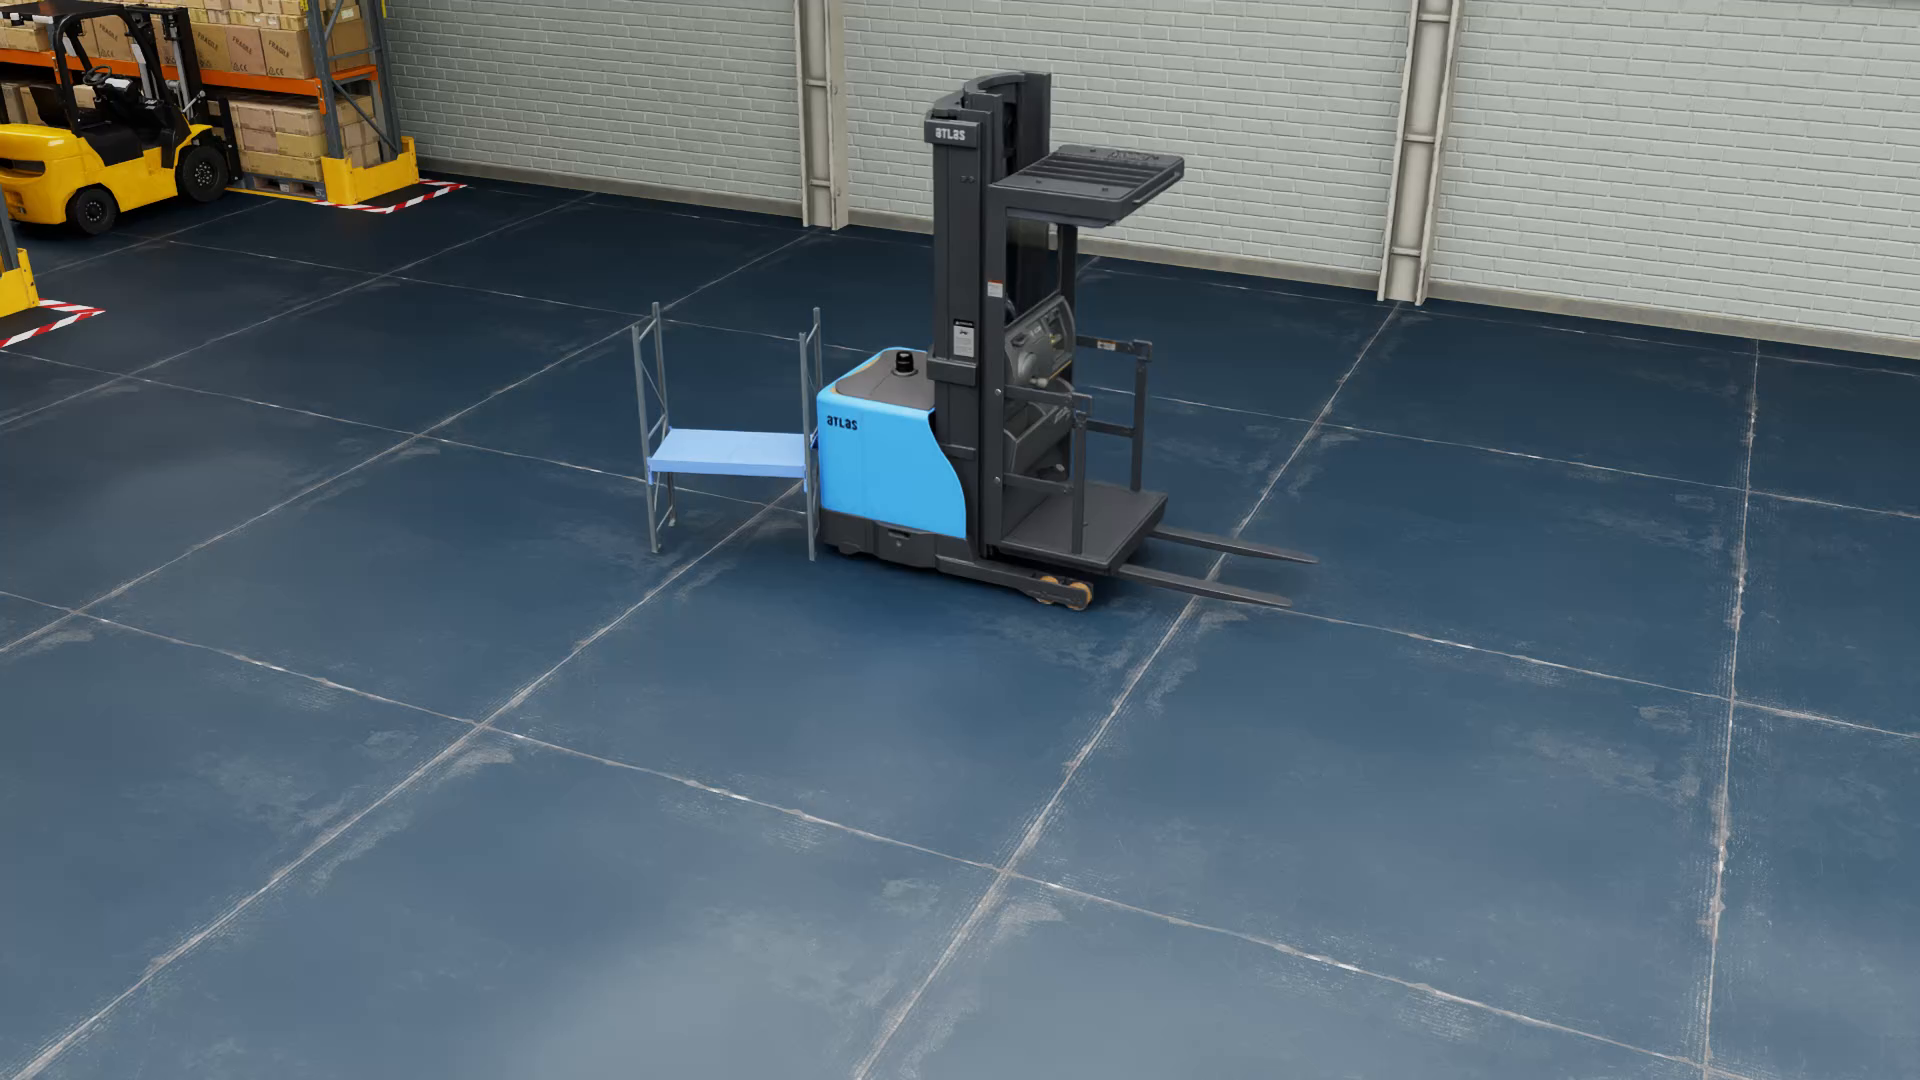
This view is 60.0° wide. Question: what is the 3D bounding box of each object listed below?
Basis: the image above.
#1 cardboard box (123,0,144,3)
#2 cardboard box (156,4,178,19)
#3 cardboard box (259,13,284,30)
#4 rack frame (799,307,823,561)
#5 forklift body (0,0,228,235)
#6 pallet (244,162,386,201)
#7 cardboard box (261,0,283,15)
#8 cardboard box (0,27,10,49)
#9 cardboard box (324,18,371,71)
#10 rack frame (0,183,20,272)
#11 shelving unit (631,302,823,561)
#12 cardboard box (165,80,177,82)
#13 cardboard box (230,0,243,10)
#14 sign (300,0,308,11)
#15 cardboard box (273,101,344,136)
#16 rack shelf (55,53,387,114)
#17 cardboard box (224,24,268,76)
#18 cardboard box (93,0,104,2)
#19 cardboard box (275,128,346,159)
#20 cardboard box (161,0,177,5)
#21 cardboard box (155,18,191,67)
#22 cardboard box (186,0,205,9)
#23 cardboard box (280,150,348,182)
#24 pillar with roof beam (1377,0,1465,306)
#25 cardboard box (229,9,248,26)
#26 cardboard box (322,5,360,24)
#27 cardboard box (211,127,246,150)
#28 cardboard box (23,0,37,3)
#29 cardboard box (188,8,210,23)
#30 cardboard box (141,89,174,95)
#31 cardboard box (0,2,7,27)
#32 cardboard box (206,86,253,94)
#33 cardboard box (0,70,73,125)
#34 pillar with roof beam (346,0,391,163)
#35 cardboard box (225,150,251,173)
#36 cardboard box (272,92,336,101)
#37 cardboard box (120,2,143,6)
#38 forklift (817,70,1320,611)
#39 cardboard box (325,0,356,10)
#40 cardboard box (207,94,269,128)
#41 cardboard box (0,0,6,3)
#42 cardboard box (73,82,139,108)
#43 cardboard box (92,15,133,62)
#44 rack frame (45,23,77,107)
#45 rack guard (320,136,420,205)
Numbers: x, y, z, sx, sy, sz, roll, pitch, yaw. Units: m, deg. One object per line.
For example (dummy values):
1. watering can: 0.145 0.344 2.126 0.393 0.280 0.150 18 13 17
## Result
1. cardboard box: -9.130 -6.114 18.588 0.250 0.149 0.380 11 28 21
2. cardboard box: -8.667 -5.883 18.455 0.250 0.149 0.380 11 28 21
3. cardboard box: -7.283 -5.592 17.864 0.250 0.149 0.380 12 29 23
4. rack frame: -0.909 -0.654 10.380 0.032 1.500 0.500 3 26 5
5. forklift body: -9.088 -4.503 17.460 1.214 2.155 2.313 11 28 22
6. pallet: -7.320 -4.142 18.924 1.213 0.211 1.003 11 28 22
7. cardboard box: -7.258 -5.753 17.855 0.250 0.149 0.380 11 28 22
8. cardboard box: -11.275 -6.011 19.733 0.500 0.250 0.500 11 28 22
9. cardboard box: -6.943 -5.517 18.447 0.500 0.500 0.500 12 29 23
10. rack frame: -8.658 -3.274 14.003 0.127 3.000 1.000 11 28 22
11. shelving unit: -1.415 -0.677 10.428 1.048 1.500 0.538 3 26 5
12. cardboard box: -9.253 -5.306 19.637 0.500 0.250 0.500 11 28 21
13. cardboard box: -7.703 -5.865 18.083 0.250 0.149 0.380 12 28 22
14. sign: -6.844 -5.680 17.313 0.005 0.325 0.100 11 28 22
15. cardboard box: -7.155 -4.632 18.269 0.500 0.250 0.500 12 29 24
16. rack shelf: -8.427 -5.313 18.960 4.000 0.370 1.077 11 28 22
17. cardboard box: -7.632 -5.398 18.205 0.500 0.500 0.500 12 29 23
18. cardboard box: -9.582 -6.090 18.877 0.250 0.149 0.380 11 28 22
19. cardboard box: -7.179 -4.413 18.388 0.500 0.250 0.500 11 28 21
20. cardboard box: -8.641 -6.051 18.461 0.250 0.149 0.380 11 28 22
21. cardboard box: -8.561 -5.579 18.573 0.500 0.500 0.500 12 28 22
22. cardboard box: -8.223 -5.913 18.181 0.250 0.149 0.380 12 29 23
23. cardboard box: -7.165 -4.184 18.490 0.500 0.250 0.500 12 28 22
24. pillar with roof beam: 2.274 -4.526 9.756 0.400 9.000 9.100 11 28 22
25. cardboard box: -7.715 -5.714 18.112 0.250 0.149 0.380 11 28 21
26. cardboard box: -6.808 -5.772 18.231 0.250 0.149 0.380 11 28 21
27. cardboard box: -8.110 -4.595 18.758 0.500 0.250 0.500 11 28 21
28. cardboard box: -10.651 -6.311 19.324 0.250 0.149 0.380 12 29 24
29. cardboard box: -8.216 -5.782 18.250 0.250 0.149 0.380 12 28 22
30. cardboard box: -9.019 -5.007 19.028 0.500 0.250 0.500 12 29 24
31. cardboard box: -11.272 -6.237 19.626 0.500 0.250 0.500 11 28 20
32. cardboard box: -8.337 -5.120 19.258 0.500 0.250 0.500 11 28 21
33. cardboard box: -11.431 -5.361 20.455 0.625 0.625 0.875 11 28 21
34. pillar with roof beam: -8.650 -6.720 14.212 0.400 9.000 9.100 11 28 22
35. cardboard box: -8.066 -4.374 18.875 0.500 0.250 0.500 12 29 22
36. cardboard box: -7.422 -4.928 18.868 0.500 0.250 0.500 11 28 22
37. cardboard box: -9.150 -5.967 18.626 0.250 0.149 0.380 11 28 21
38. forklift: 0.662 -1.160 9.789 3.031 2.935 1.130 12 29 23
39. cardboard box: -6.824 -5.887 18.127 0.250 0.149 0.380 11 28 21
40. cardboard box: -8.086 -4.812 18.633 0.500 0.250 0.500 12 29 22
41. cardboard box: -11.094 -6.417 19.539 0.250 0.149 0.380 11 28 22
42. cardboard box: -9.938 -5.190 19.402 0.500 0.250 0.500 11 28 21
43. cardboard box: -9.471 -5.772 18.964 0.500 0.500 0.500 12 29 23
44. rack frame: -10.248 -6.002 19.544 0.127 3.000 1.000 11 28 22
45. rack guard: -6.585 -4.144 18.602 0.348 0.500 1.175 11 28 22
